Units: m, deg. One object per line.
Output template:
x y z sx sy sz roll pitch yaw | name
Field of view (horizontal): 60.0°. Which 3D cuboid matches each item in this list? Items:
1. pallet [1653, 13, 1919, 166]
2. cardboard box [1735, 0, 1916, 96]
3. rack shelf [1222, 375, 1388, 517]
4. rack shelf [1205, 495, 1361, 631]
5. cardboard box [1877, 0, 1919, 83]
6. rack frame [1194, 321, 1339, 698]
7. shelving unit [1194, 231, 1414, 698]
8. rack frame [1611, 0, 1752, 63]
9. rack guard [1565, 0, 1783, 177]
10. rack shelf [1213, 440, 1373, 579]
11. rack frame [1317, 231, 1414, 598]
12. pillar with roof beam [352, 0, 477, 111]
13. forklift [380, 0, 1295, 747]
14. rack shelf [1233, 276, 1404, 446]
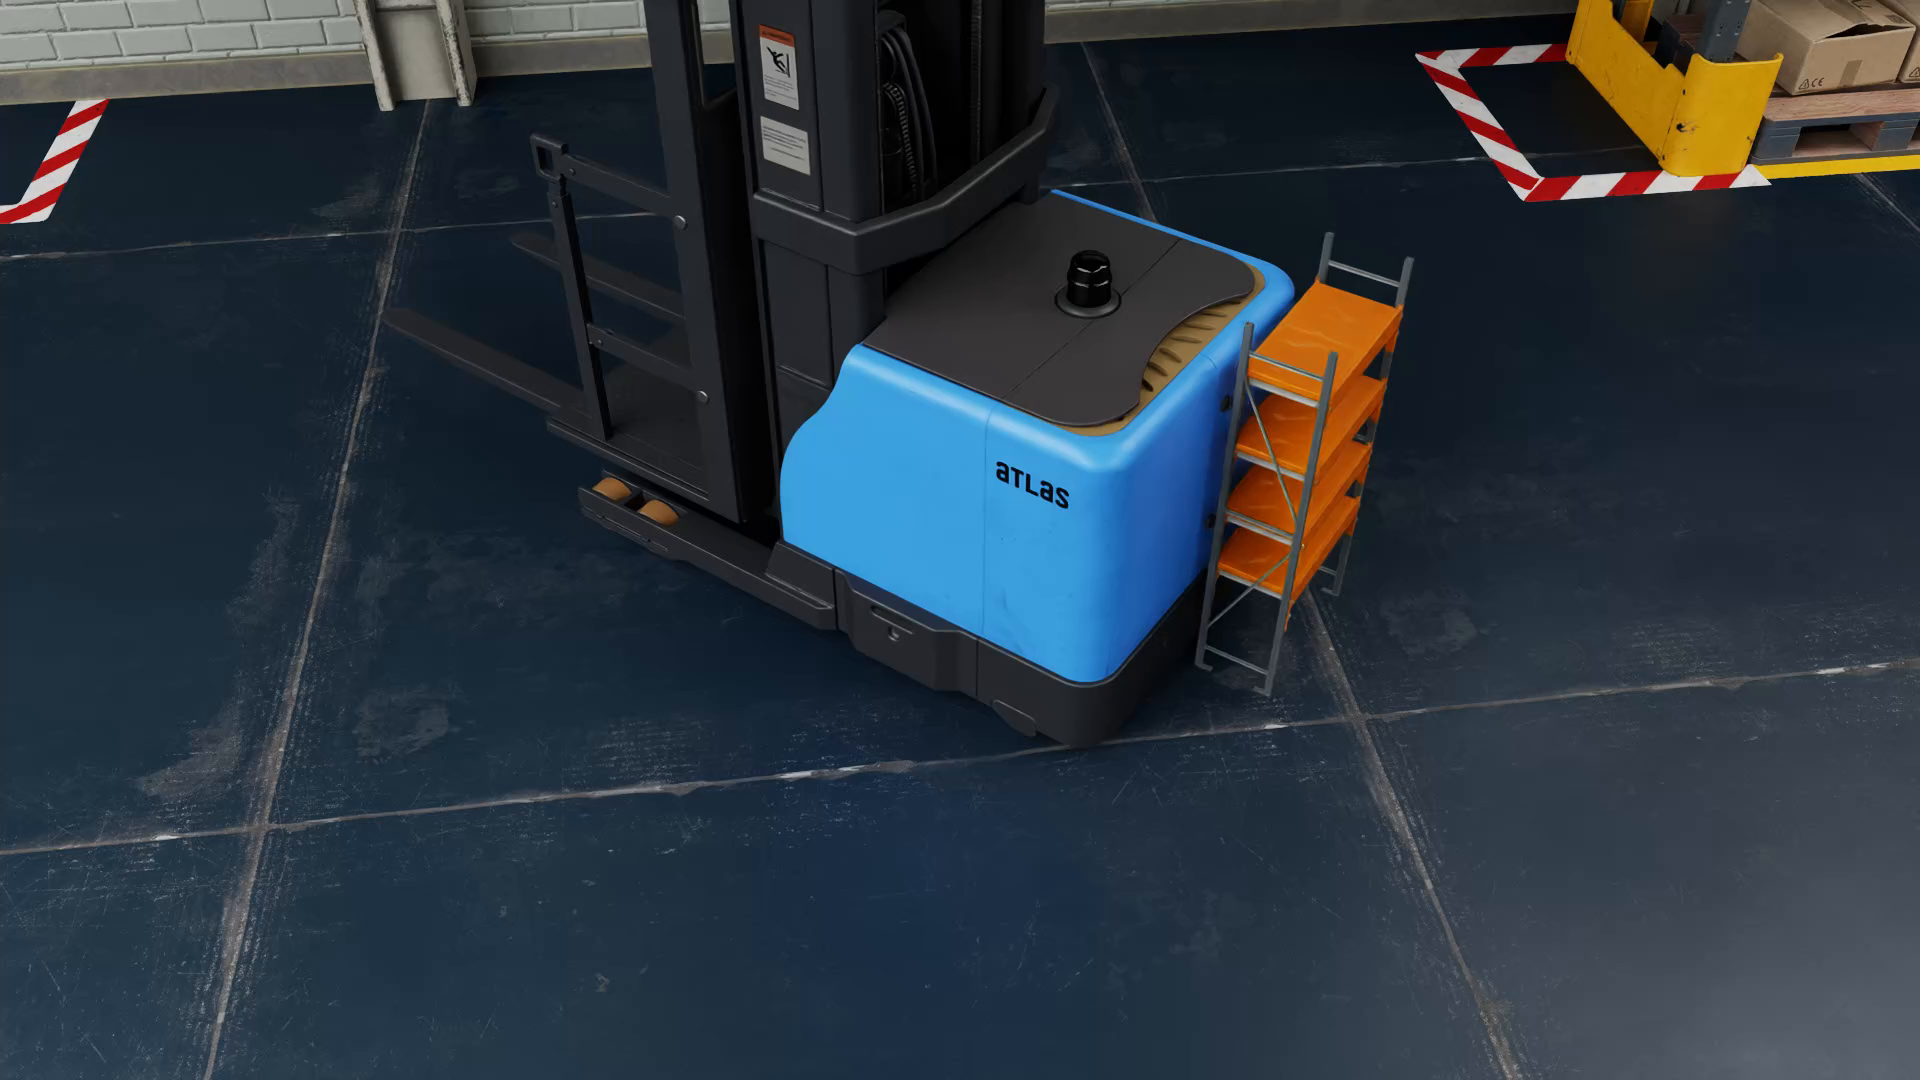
3.866 -2.035 7.348 1.213 0.211 1.003 -5 42 -6 | pallet
3.678 -2.182 7.109 0.500 0.311 0.500 -9 43 -10 | cardboard box
0.924 -0.294 4.445 0.258 0.148 0.480 24 47 23 | rack shelf
0.921 0.018 4.729 0.258 0.148 0.480 24 47 23 | rack shelf
4.244 -2.231 7.163 0.500 0.311 0.500 -2 42 -2 | cardboard box
0.791 -0.041 4.398 0.240 1.200 0.015 24 47 23 | rack frame
0.923 -0.179 4.550 0.258 1.200 0.503 24 47 23 | shelving unit
2.981 -3.017 6.355 0.127 3.000 1.000 -5 42 -6 | rack frame
3.056 -2.095 7.200 0.348 0.500 1.175 -5 42 -6 | rack guard
0.922 -0.129 4.596 0.258 0.148 0.480 24 47 23 | rack shelf
1.054 -0.316 4.703 0.240 1.200 0.015 24 47 23 | rack frame
-1.829 -2.500 1.303 0.400 9.000 9.100 -5 42 -6 | pillar with roof beam
-0.588 -1.310 4.514 3.031 2.935 1.130 25 48 25 | forklift
0.926 -0.469 4.286 0.258 0.148 0.480 24 47 23 | rack shelf
